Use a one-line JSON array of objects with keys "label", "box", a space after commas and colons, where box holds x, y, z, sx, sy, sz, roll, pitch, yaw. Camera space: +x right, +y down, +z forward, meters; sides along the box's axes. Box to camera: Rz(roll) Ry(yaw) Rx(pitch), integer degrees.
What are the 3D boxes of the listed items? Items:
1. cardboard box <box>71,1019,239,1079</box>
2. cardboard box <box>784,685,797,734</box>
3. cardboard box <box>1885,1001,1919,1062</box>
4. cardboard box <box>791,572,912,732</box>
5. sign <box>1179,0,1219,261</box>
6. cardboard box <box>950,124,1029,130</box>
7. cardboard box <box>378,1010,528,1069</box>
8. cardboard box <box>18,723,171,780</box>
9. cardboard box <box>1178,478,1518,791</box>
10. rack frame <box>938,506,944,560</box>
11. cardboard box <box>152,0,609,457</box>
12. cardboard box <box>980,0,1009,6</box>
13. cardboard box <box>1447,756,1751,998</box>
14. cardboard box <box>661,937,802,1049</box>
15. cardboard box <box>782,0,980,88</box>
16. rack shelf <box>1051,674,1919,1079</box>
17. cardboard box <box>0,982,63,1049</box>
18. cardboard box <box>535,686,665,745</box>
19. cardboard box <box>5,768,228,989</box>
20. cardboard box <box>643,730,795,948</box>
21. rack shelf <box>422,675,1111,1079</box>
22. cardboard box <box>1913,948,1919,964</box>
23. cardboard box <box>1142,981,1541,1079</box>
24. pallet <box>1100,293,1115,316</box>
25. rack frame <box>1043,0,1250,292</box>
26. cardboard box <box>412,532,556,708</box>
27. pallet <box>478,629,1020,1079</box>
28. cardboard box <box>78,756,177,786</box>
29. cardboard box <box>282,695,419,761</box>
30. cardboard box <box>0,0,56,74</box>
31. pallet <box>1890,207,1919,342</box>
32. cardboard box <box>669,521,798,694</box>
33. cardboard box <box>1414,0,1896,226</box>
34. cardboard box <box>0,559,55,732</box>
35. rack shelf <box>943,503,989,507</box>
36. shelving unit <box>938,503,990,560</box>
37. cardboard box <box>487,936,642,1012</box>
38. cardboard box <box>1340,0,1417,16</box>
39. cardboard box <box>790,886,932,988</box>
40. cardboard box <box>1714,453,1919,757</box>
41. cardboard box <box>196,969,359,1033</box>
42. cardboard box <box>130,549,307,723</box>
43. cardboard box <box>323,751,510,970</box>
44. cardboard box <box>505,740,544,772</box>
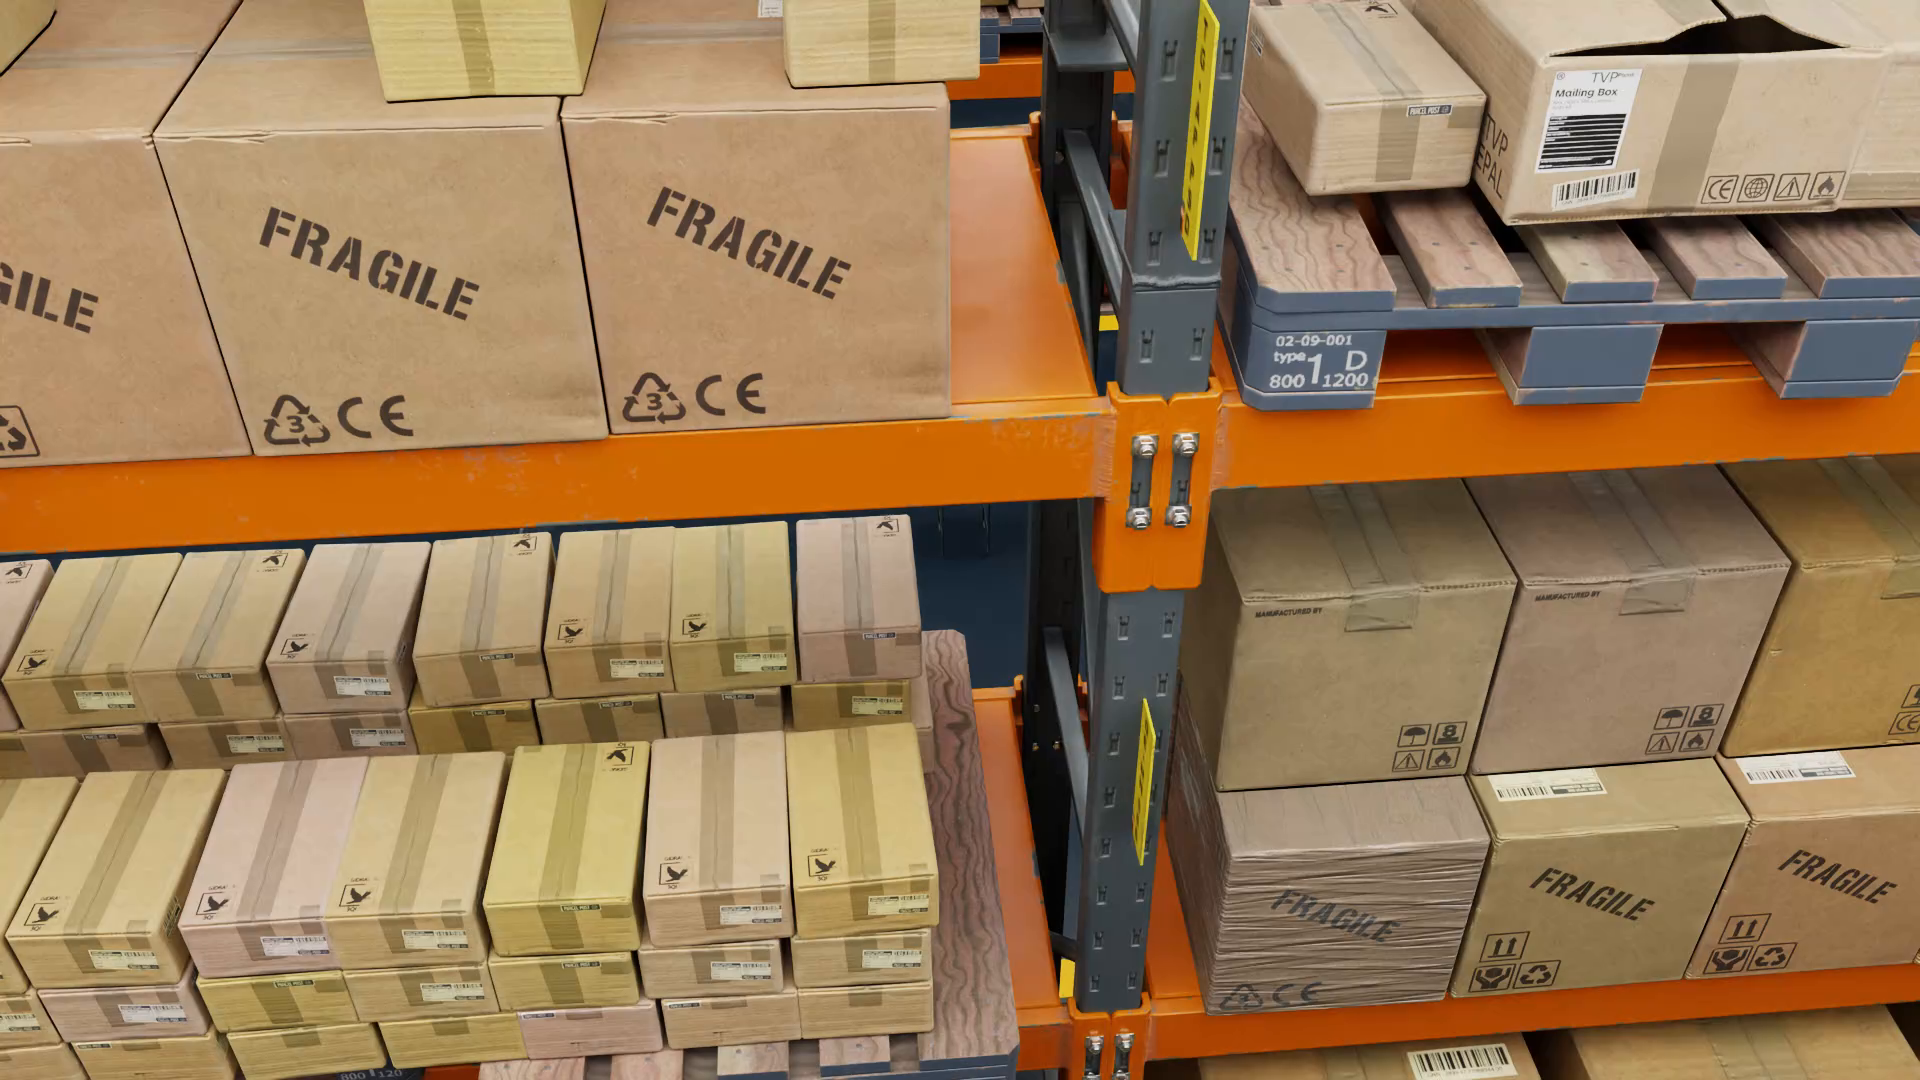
[{"label": "cardboard box", "box": [-1.466, 0.827, 3.144, 0.250, 0.149, 0.380, -2, 38, -3]}, {"label": "cardboard box", "box": [-0.468, 0.364, 3.731, 0.250, 0.149, 0.380, -1, 38, -2]}, {"label": "cardboard box", "box": [2.676, 1.154, 4.342, 0.750, 0.750, 1.050, -3, 38, -4]}, {"label": "cardboard box", "box": [-0.236, 0.235, 3.654, 0.250, 0.149, 0.380, -2, 38, -2]}, {"label": "sign", "box": [0.309, -0.530, 2.161, 0.005, 0.325, 0.100, -3, 38, -4]}, {"label": "cardboard box", "box": [0.288, -1.691, 8.254, 0.625, 0.372, 0.950, -6, 39, -7]}, {"label": "cardboard box", "box": [-0.940, 0.798, 3.181, 0.250, 0.149, 0.380, -4, 38, -5]}, {"label": "cardboard box", "box": [-1.787, 0.324, 3.542, 0.250, 0.149, 0.380, -2, 38, -2]}, {"label": "cardboard box", "box": [0.711, 0.065, 3.358, 0.500, 0.500, 0.700, -3, 38, -4]}, {"label": "rack frame", "box": [-0.077, -0.467, 6.373, 0.006, 1.200, 0.240, -3, 38, -4]}, {"label": "cardboard box", "box": [-0.780, -0.478, 2.432, 0.500, 0.500, 0.500, -3, 38, -4]}, {"label": "cardboard box", "box": [0.064, -2.502, 7.364, 0.250, 0.149, 0.380, -5, 39, -7]}, {"label": "cardboard box", "box": [1.240, 0.589, 3.502, 0.500, 0.500, 0.500, -3, 38, -4]}, {"label": "cardboard box", "box": [-0.435, 0.772, 3.213, 0.250, 0.149, 0.380, -3, 38, -4]}, {"label": "cardboard box", "box": [-0.117, -0.819, 2.247, 0.258, 0.266, 0.396, -3, 38, -4]}, {"label": "rack shelf", "box": [2.255, 0.688, 4.037, 4.000, 0.370, 1.077, -3, 38, -4]}, {"label": "cardboard box", "box": [-1.731, 0.727, 3.031, 0.250, 0.149, 0.380, -4, 38, -5]}, {"label": "cardboard box", "box": [-0.772, 0.268, 3.613, 0.250, 0.149, 0.380, -4, 38, -5]}, {"label": "cardboard box", "box": [-1.473, 0.595, 2.958, 0.250, 0.149, 0.380, -1, 38, -2]}, {"label": "cardboard box", "box": [-0.435, 0.538, 3.030, 0.250, 0.149, 0.380, -4, 38, -5]}, {"label": "rack shelf", "box": [-1.729, 0.908, 3.759, 4.000, 0.370, 1.077, -3, 38, -4]}, {"label": "cardboard box", "box": [2.239, 0.535, 3.569, 0.500, 0.500, 0.500, -4, 38, -4]}, {"label": "cardboard box", "box": [0.877, 1.256, 4.214, 0.750, 0.750, 1.050, -4, 38, -5]}, {"label": "pallet", "box": [0.502, -1.480, 8.456, 1.213, 0.211, 1.003, -3, 38, -4]}, {"label": "rack frame", "box": [0.263, -1.840, 1.817, 0.127, 3.000, 1.000, -3, 38, -4]}, {"label": "cardboard box", "box": [-0.991, 0.163, 3.506, 0.250, 0.149, 0.380, -5, 39, -6]}, {"label": "pallet", "box": [-0.437, 0.696, 3.602, 1.003, 0.211, 1.213, -3, 38, -4]}, {"label": "cardboard box", "box": [-1.780, 0.437, 3.639, 0.250, 0.149, 0.380, -4, 38, -5]}, {"label": "cardboard box", "box": [-1.271, 0.295, 3.578, 0.250, 0.149, 0.380, -3, 38, -4]}, {"label": "cardboard box", "box": [-1.396, -0.736, 2.141, 0.258, 0.266, 0.396, -3, 38, -4]}, {"label": "pallet", "box": [2.013, -0.719, 2.971, 1.213, 0.211, 1.003, -1, 38, -2]}, {"label": "cardboard box", "box": [-0.482, 0.138, 3.537, 0.250, 0.149, 0.380, -4, 38, -5]}, {"label": "cardboard box", "box": [1.003, -0.735, 2.491, 0.500, 0.311, 0.500, -3, 38, -4]}, {"label": "cardboard box", "box": [-2.040, 0.222, 3.431, 0.250, 0.149, 0.380, -5, 39, -6]}, {"label": "rack shelf", "box": [0.014, -0.249, 6.556, 0.180, 0.103, 0.258, -3, 38, -4]}, {"label": "shelving unit", "box": [0.014, -0.472, 6.379, 0.189, 1.200, 0.258, -3, 38, -4]}, {"label": "cardboard box", "box": [-0.716, 0.672, 3.100, 0.250, 0.149, 0.380, -2, 38, -3]}, {"label": "cardboard box", "box": [0.840, -0.943, 2.871, 0.250, 0.166, 0.380, -3, 38, -4]}, {"label": "cardboard box", "box": [-0.189, 0.640, 3.140, 0.250, 0.149, 0.380, -2, 38, -3]}, {"label": "cardboard box", "box": [1.726, 0.007, 3.431, 0.500, 0.500, 0.700, -4, 38, -5]}, {"label": "cardboard box", "box": [-1.214, 0.698, 3.068, 0.250, 0.149, 0.380, -3, 38, -4]}, {"label": "cardboard box", "box": [-1.524, 0.195, 3.465, 0.250, 0.149, 0.380, -2, 38, -3]}, {"label": "cardboard box", "box": [-0.961, 0.569, 2.991, 0.250, 0.149, 0.380, -2, 38, -3]}, {"label": "cardboard box", "box": [-1.005, 0.395, 3.692, 0.250, 0.149, 0.380, -1, 38, -2]}]
